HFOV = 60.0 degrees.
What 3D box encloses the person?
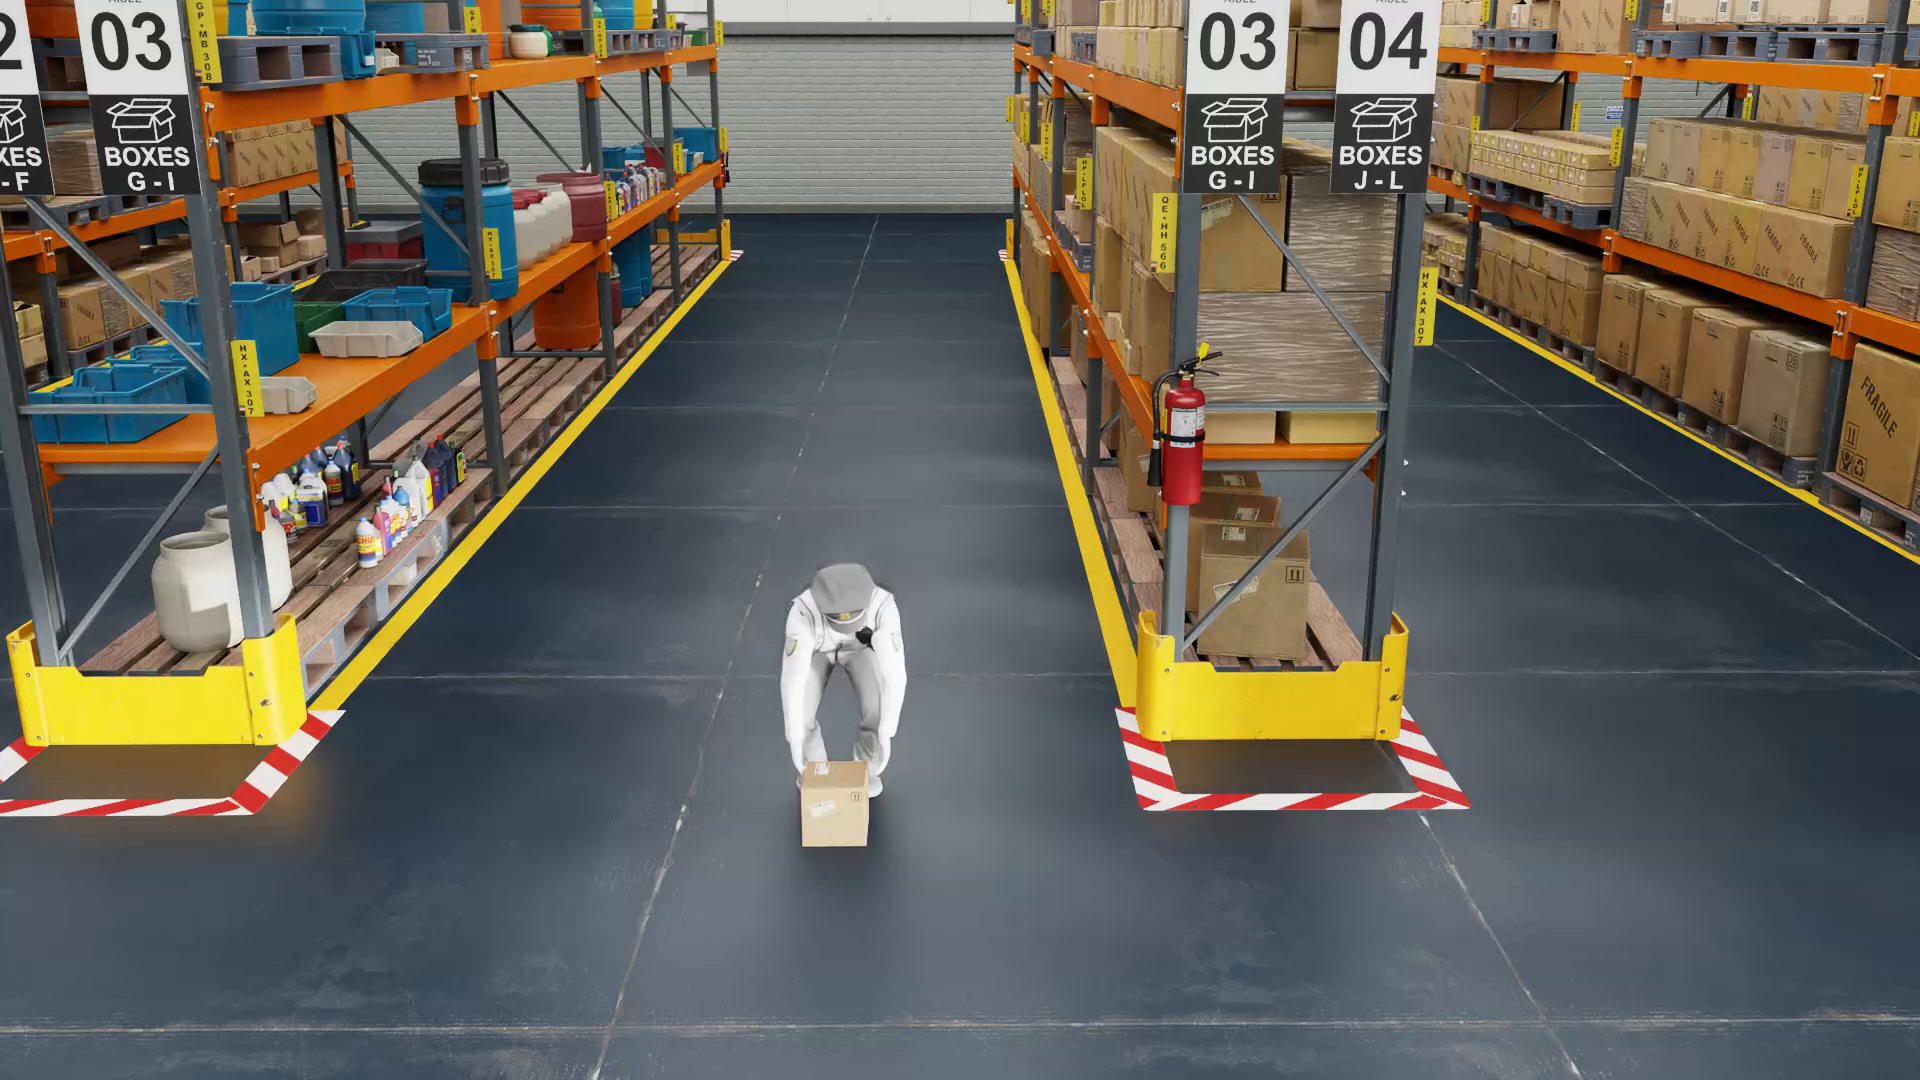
[{"bbox_3d":[-0.468,0.544,6.797,0.505,1.075,0.826,0,17,-1],"label":"person"}]
